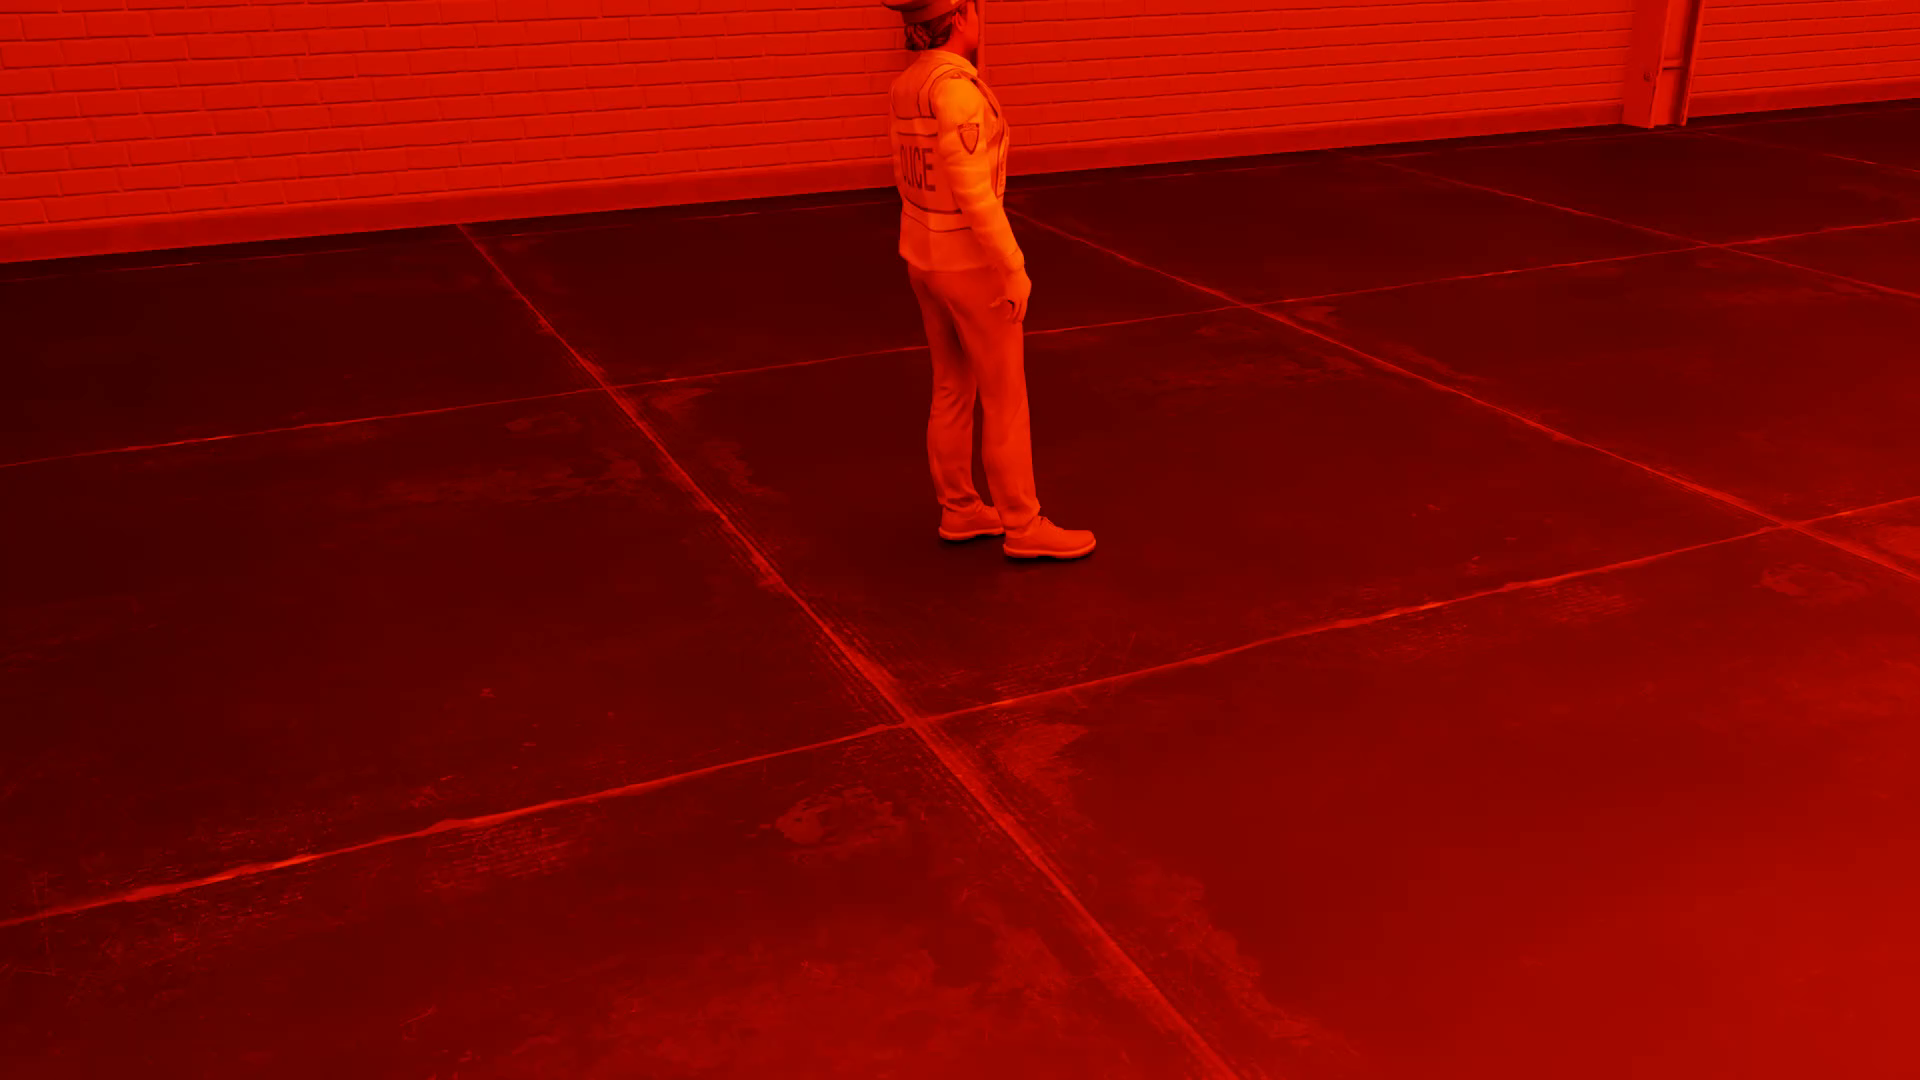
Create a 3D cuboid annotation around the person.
[{"bbox_3d":[0.065,-0.798,4.800,0.531,1.695,0.587,-10,25,-23],"label":"person"}]
